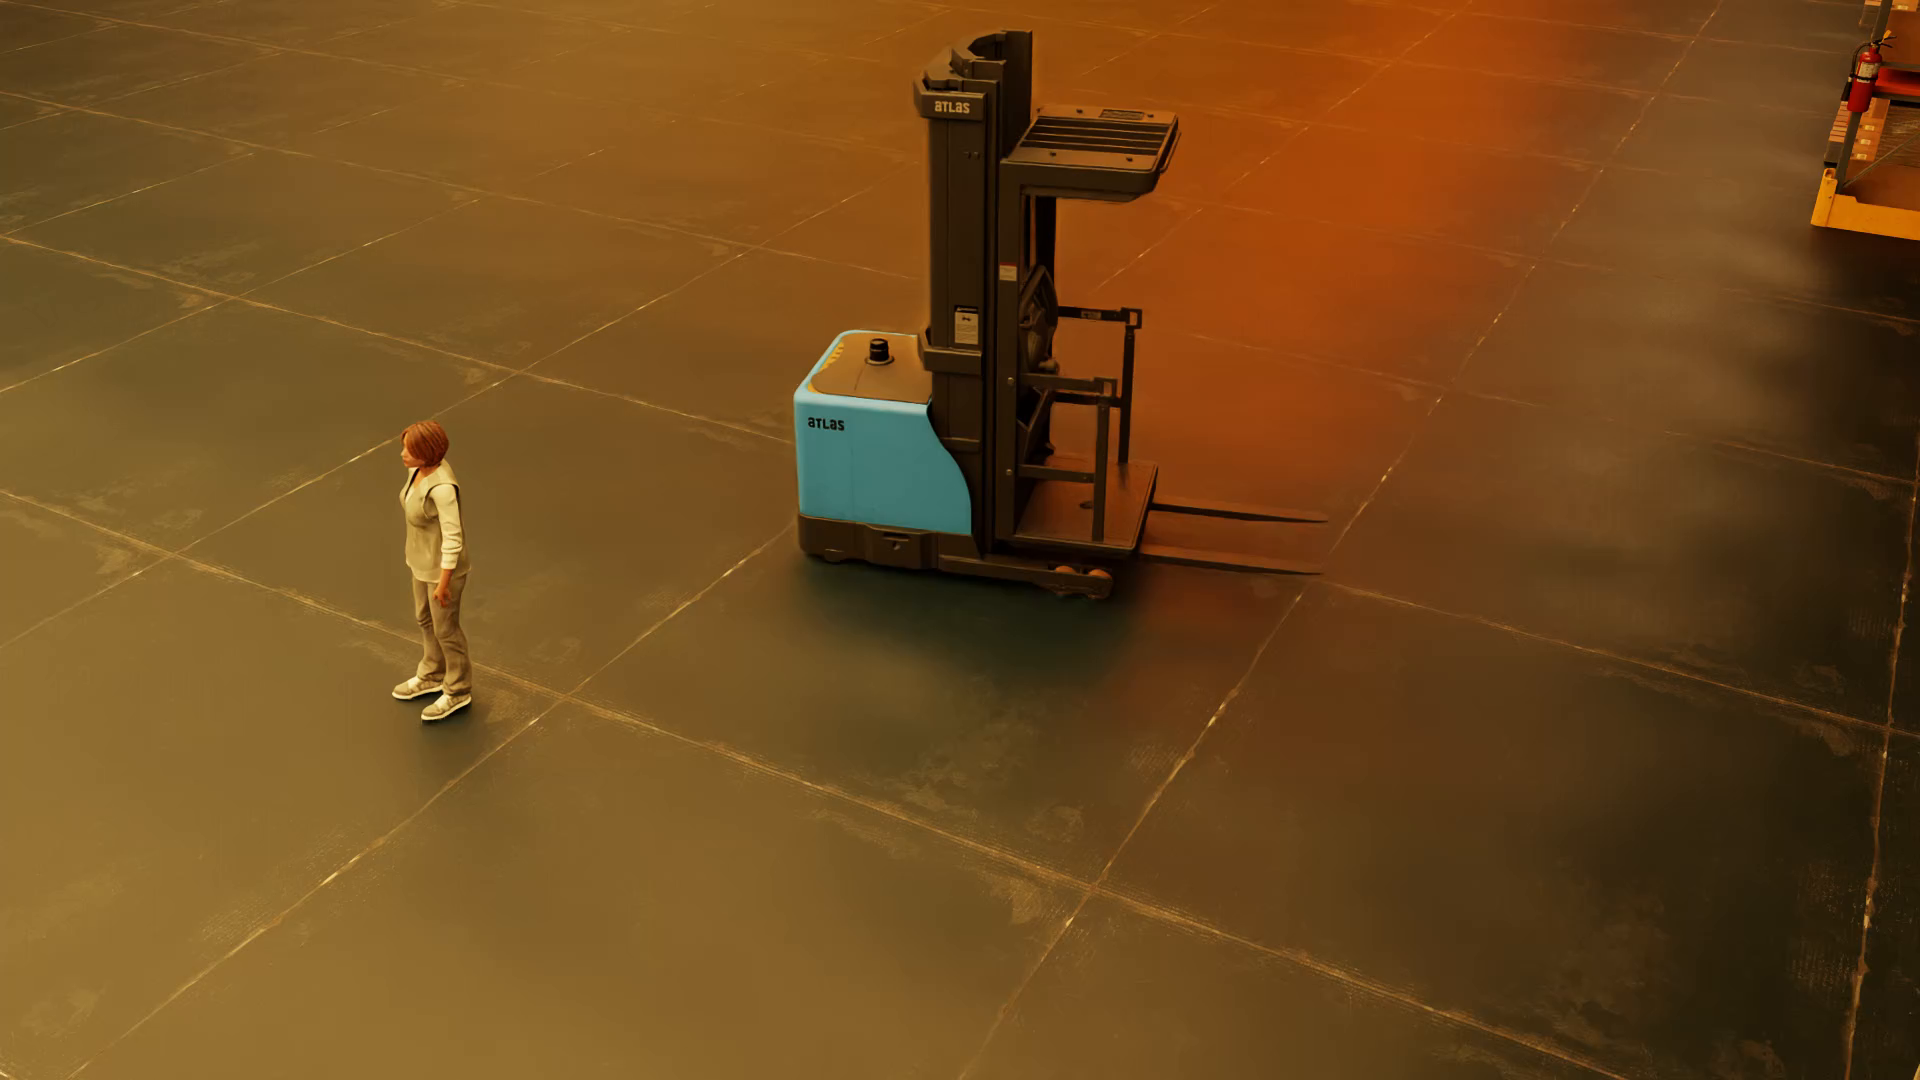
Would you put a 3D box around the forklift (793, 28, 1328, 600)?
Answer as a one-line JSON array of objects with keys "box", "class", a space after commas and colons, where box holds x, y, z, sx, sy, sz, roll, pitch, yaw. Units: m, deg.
[{"box": [0.620, -1.224, 9.192, 3.031, 2.935, 1.130, 7, 31, 11], "class": "forklift"}]

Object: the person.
[{"box": [-2.622, 0.157, 8.129, 0.454, 1.605, 0.504, -17, 34, -27], "class": "person"}]
